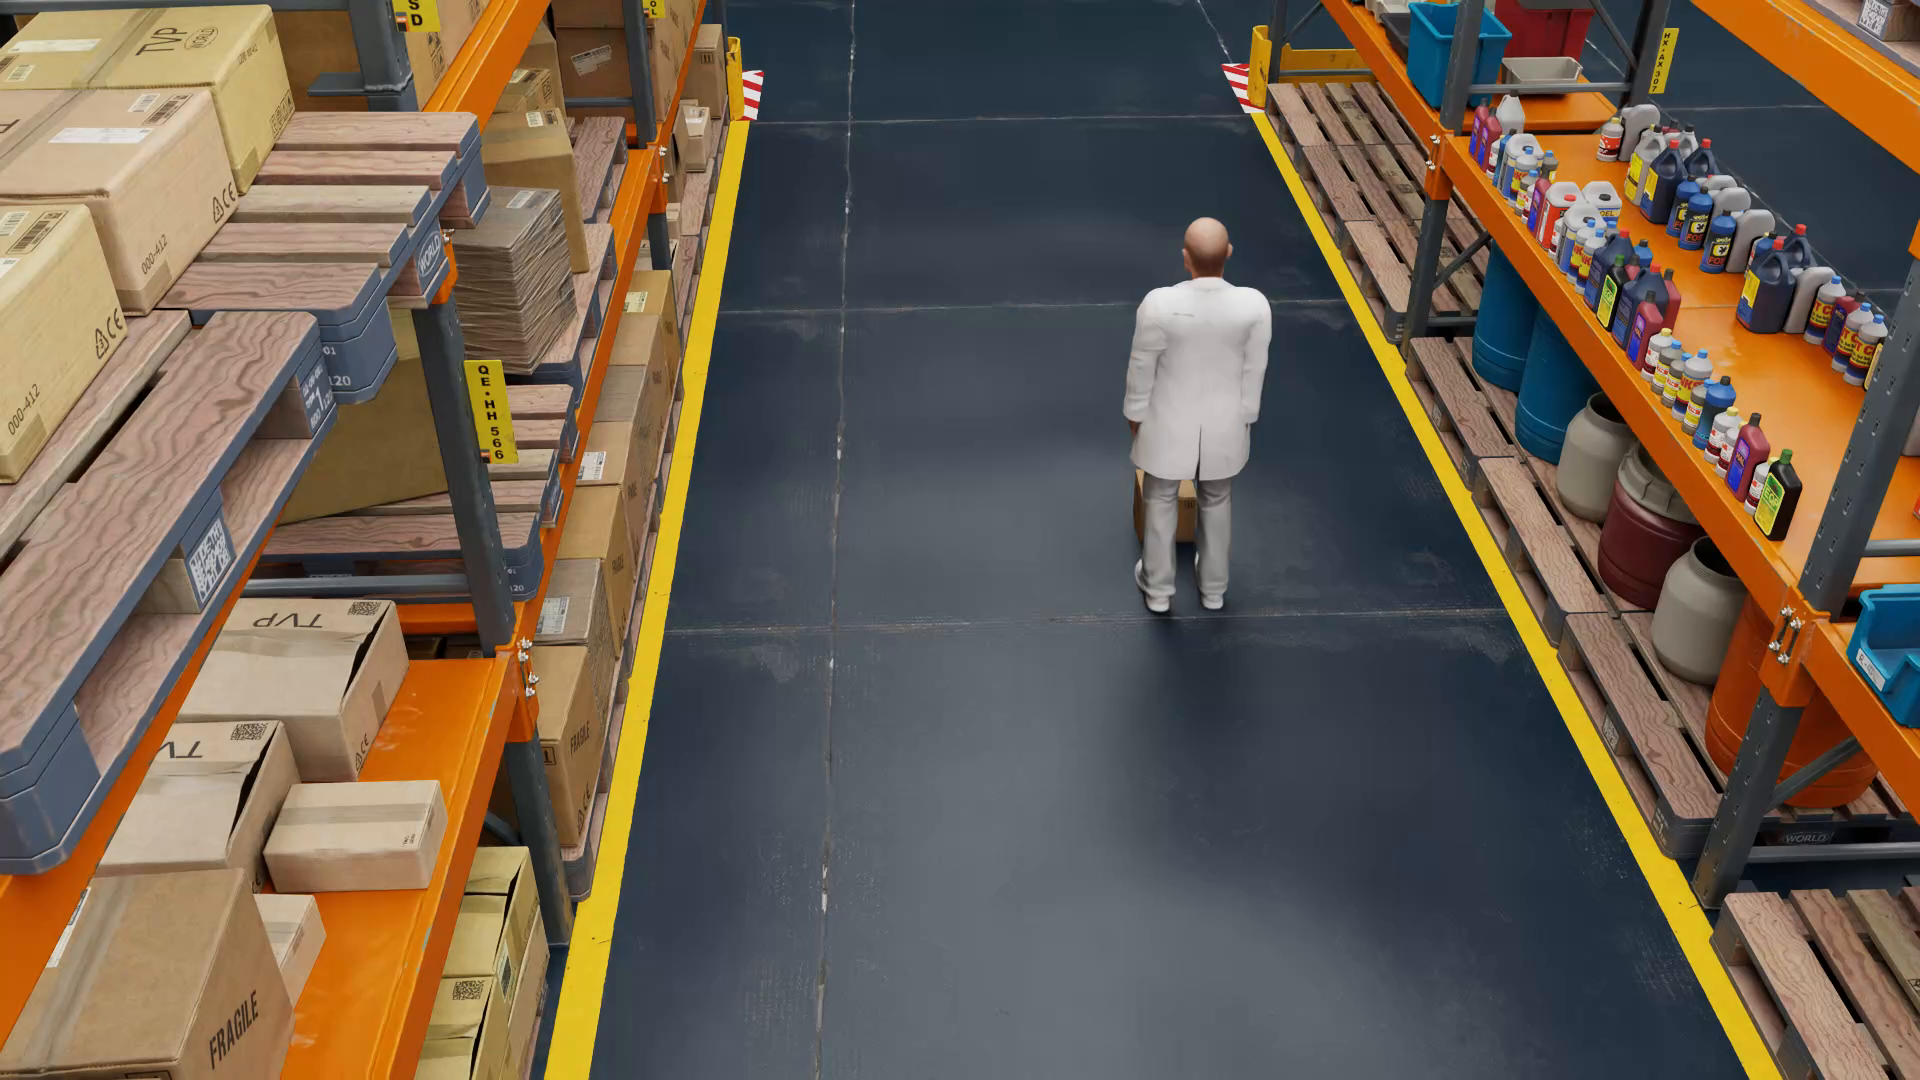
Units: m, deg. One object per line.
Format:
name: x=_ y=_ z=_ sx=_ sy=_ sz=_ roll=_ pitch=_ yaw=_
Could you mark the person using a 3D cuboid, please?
person: x=0.954 y=-0.512 z=6.902 sx=0.562 sy=1.774 sz=0.391 roll=-1 pitch=35 yaw=-1
